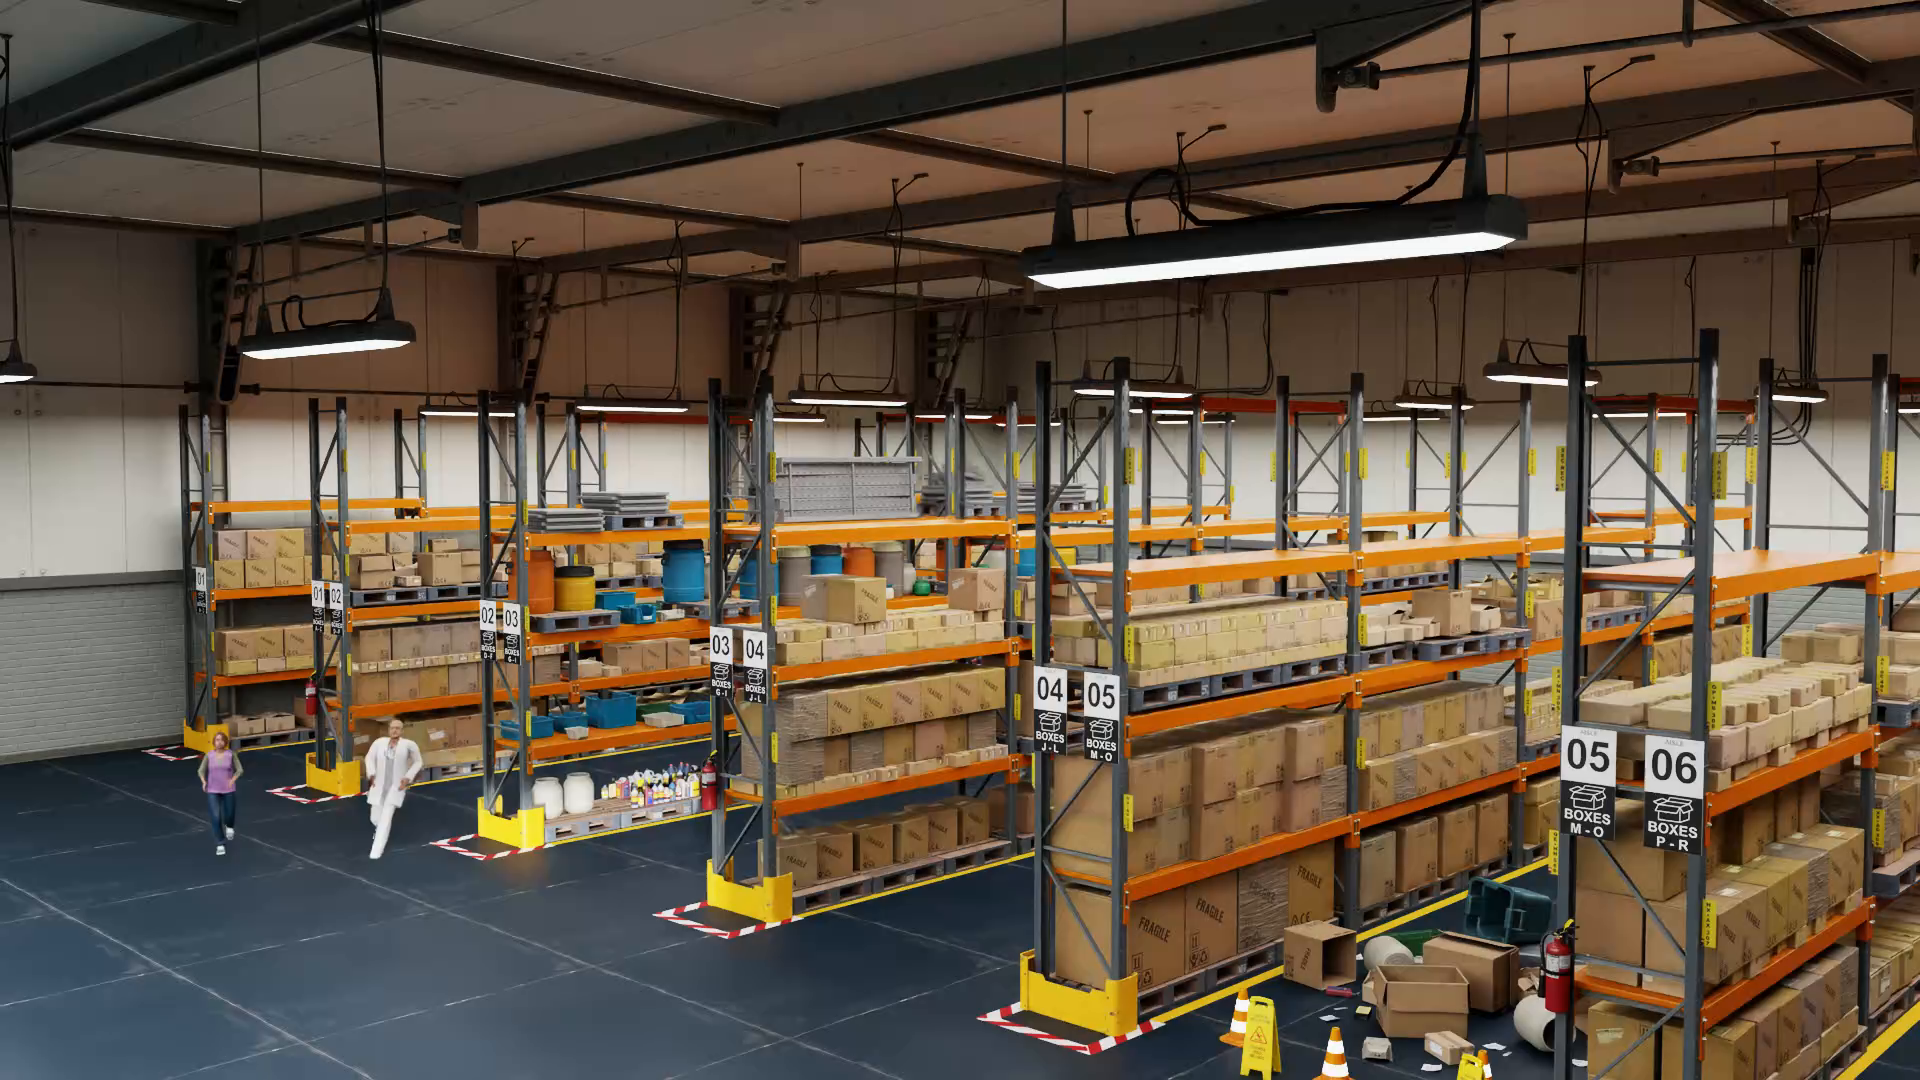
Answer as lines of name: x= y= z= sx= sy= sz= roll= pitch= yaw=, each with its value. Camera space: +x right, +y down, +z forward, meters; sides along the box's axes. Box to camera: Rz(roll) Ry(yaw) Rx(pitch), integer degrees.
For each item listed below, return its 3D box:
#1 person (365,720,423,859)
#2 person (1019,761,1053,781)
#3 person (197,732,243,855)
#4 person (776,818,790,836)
person: x=-7.313 y=3.222 z=21.483 sx=0.726 sy=1.652 sz=0.741 roll=0 pitch=3 yaw=-7
person: x=1.136 y=2.897 z=25.782 sx=0.648 sy=1.784 sz=0.869 roll=2 pitch=4 yaw=33
person: x=-9.567 y=3.253 z=21.509 sx=0.540 sy=1.551 sz=0.637 roll=-1 pitch=3 yaw=-21
person: x=-2.362 y=3.181 z=21.137 sx=0.689 sy=1.780 sz=0.666 roll=3 pitch=4 yaw=40
